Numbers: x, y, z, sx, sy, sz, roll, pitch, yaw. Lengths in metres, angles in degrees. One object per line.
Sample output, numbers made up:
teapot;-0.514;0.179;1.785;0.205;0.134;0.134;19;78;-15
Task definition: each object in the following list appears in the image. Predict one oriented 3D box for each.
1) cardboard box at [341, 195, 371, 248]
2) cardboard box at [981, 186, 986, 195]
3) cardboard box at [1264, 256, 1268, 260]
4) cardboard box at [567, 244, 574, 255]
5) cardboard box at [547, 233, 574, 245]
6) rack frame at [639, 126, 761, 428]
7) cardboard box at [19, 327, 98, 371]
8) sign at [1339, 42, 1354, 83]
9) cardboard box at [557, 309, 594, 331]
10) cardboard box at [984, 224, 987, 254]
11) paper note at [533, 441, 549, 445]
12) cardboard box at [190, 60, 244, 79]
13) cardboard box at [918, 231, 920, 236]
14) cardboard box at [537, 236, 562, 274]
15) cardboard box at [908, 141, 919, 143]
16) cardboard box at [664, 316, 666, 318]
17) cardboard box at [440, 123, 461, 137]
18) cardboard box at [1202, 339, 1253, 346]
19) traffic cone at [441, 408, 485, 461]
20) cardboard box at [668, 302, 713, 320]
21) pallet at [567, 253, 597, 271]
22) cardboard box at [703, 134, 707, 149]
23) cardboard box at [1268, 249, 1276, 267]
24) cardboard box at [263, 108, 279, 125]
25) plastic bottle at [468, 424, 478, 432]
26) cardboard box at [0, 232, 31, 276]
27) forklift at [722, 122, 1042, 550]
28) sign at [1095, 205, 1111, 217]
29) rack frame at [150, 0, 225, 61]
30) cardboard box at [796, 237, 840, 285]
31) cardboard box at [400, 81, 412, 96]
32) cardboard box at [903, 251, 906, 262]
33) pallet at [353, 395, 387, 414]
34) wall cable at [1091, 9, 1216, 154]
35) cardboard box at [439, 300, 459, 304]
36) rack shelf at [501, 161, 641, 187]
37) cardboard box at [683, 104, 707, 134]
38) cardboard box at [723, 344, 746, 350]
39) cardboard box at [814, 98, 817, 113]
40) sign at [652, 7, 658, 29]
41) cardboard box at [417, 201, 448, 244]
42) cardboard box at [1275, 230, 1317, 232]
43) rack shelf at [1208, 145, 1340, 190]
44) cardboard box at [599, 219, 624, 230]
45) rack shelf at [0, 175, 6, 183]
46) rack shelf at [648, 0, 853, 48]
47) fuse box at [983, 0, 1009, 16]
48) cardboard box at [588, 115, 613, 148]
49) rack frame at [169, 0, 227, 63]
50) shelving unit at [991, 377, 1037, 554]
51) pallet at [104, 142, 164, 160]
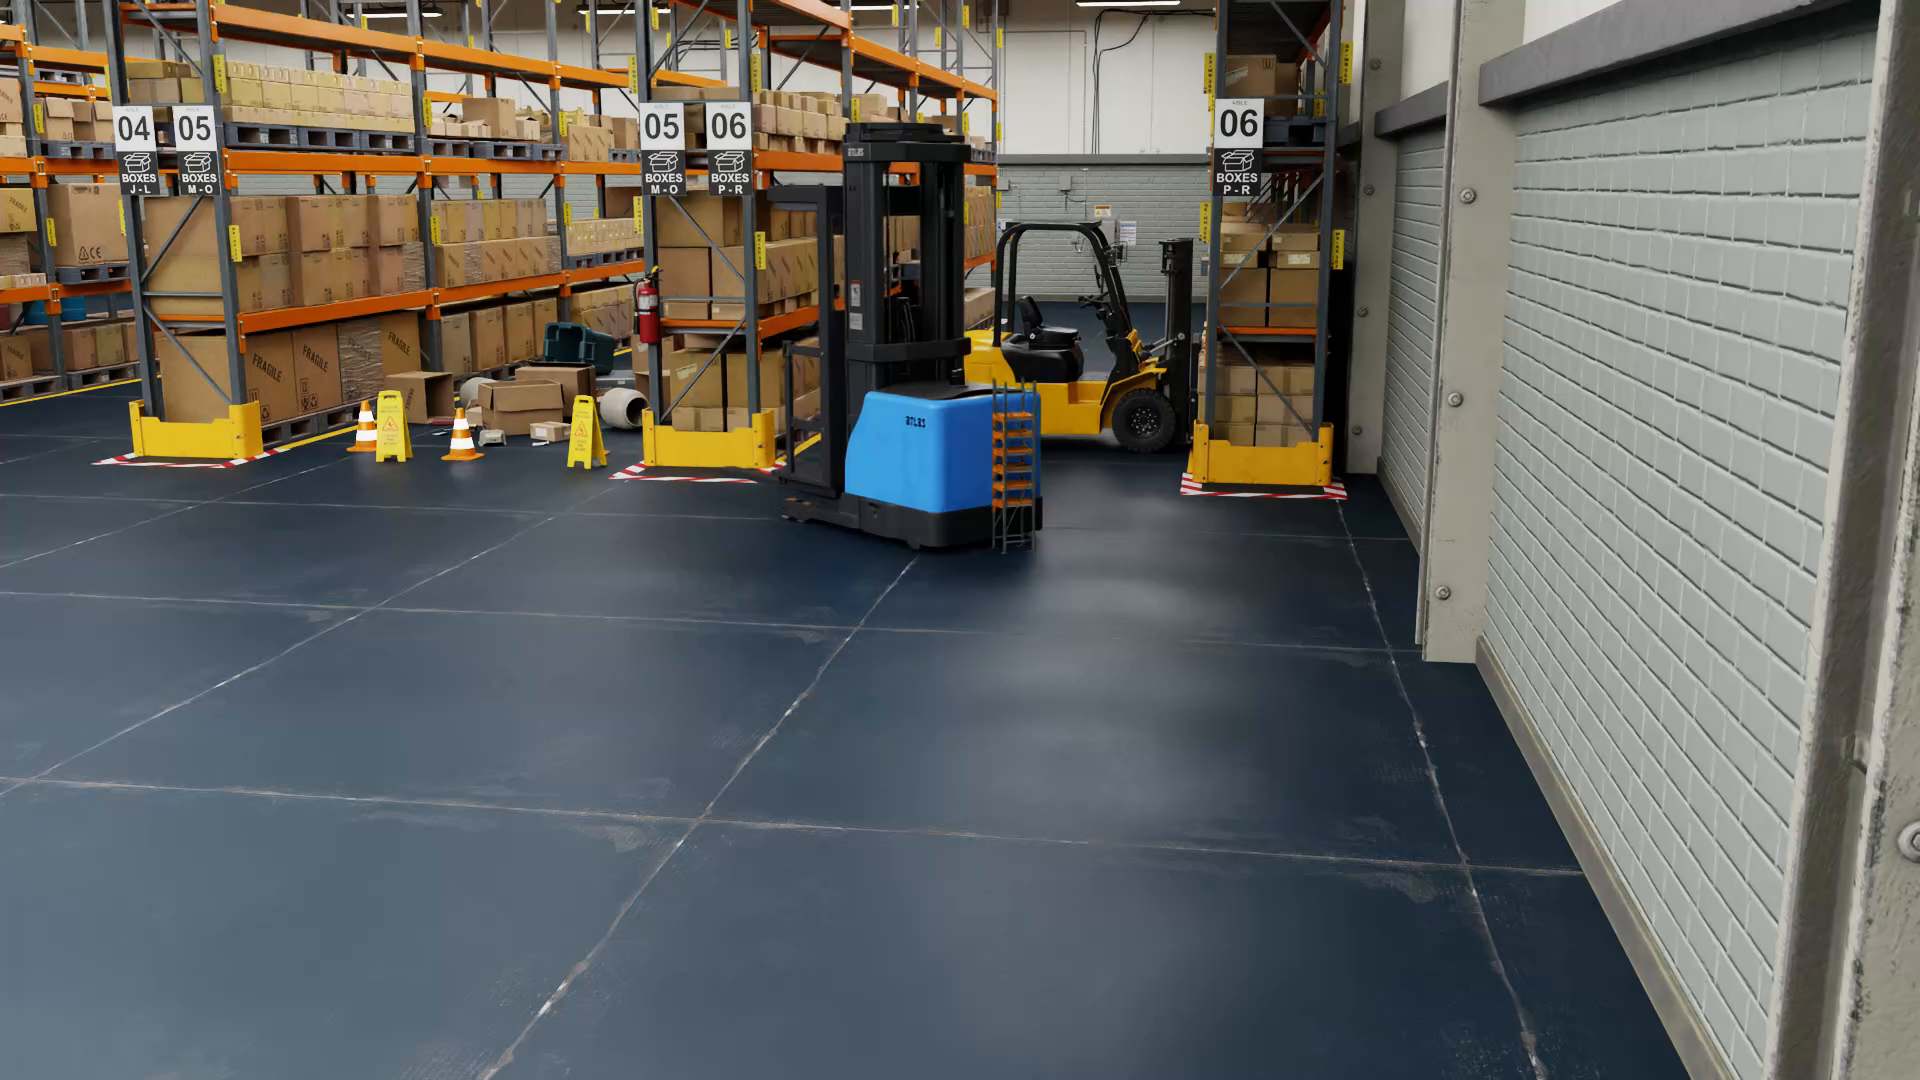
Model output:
cardboard box;-6.871;-3.415;17.801;0.875;0.550;0.550;2;12;9
cardboard box;0.252;-6.087;28.967;0.380;0.149;0.250;2;12;10
cardboard box;3.270;-2.553;16.483;0.500;0.500;0.500;2;12;7
cardboard box;-5.708;-4.118;23.579;0.380;0.149;0.250;2;12;8
cardboard box;-5.704;-4.270;23.582;0.380;0.149;0.250;2;12;11
rack frame;-2.300;-2.144;14.821;1.000;3.000;0.127;2;12;9
cardboard box;-11.361;-2.418;20.981;0.700;0.500;0.500;1;12;4
sign;3.153;-3.897;13.573;0.100;0.325;0.005;2;12;9
cardboard box;-5.615;-3.071;24.059;0.500;0.500;0.500;1;12;6
cardboard box;0.187;-5.203;28.779;0.500;0.500;0.500;2;12;10
paper note;-4.121;-0.954;16.346;0.148;0.019;0.142;-2;12;-11
cardboard box;-6.841;-4.330;15.314;0.380;0.149;0.250;2;12;9
cardboard box;-0.752;-4.442;22.872;0.500;0.500;0.500;1;12;7
cardboard box;-5.780;-3.895;22.709;0.500;0.500;0.500;2;12;9
cardboard box;-0.597;-5.801;24.227;0.380;0.166;0.250;3;13;13
cardboard box;-4.988;-3.658;27.618;0.380;0.149;0.250;1;12;6
cardboard box;-6.187;-4.921;19.951;0.250;0.149;0.380;2;12;9
cardboard box;2.682;-1.866;16.687;0.500;0.250;0.500;2;12;11
traffic cone;-4.657;-1.000;15.536;0.336;0.463;0.334;2;12;9
cardboard box;-2.454;-2.106;15.241;0.380;0.149;0.250;2;12;11
pallet;-5.972;-4.007;23.920;1.213;0.211;1.003;2;12;9
cardboard box;-2.515;-3.624;15.163;0.380;0.149;0.250;2;12;9
cardboard box;2.889;-2.465;14.536;0.380;0.149;0.250;2;12;9
cardboard box;-6.760;-4.047;15.894;0.380;0.149;0.250;2;12;9
plastic bottle;-5.085;-1.168;17.269;0.133;0.061;0.283;-2;12;-11
cardboard box;-11.607;-3.400;19.707;0.875;0.500;0.500;2;12;9
forklift;-0.739;-1.618;12.542;1.130;2.935;3.031;-10;16;-39
sign;3.035;-6.999;35.390;0.339;0.242;0.001;2;12;9
rack frame;-10.862;-7.063;23.406;1.000;3.000;0.127;2;12;9
cardboard box;-1.580;-2.963;17.678;0.500;0.500;0.500;2;12;11
cardboard box;-6.333;-5.017;18.502;0.380;0.149;0.250;2;12;8
cardboard box;-0.898;-3.652;21.417;0.380;0.149;0.250;1;12;6
pallet;-6.786;-1.597;18.902;1.003;0.211;1.213;2;12;9
wall cable;4.247;-9.496;34.606;2.988;3.039;0.133;2;12;9
cardboard box;-9.791;-4.637;30.436;0.875;0.875;0.875;2;12;9
rack shelf;-5.669;-5.479;24.887;1.077;0.370;4.000;2;12;9
cardboard box;-2.487;-3.797;15.024;0.500;0.250;0.500;2;12;8
cardboard box;-2.357;-1.655;16.305;0.500;0.500;0.500;2;12;11
cardboard box;-1.651;-4.364;16.709;0.380;0.149;0.250;2;12;9
sign;-4.812;-8.231;26.234;0.100;0.325;0.005;2;12;9
cardboard box;-6.521;-3.757;19.696;0.700;0.500;0.500;2;12;8
cardboard box;3.021;-2.718;15.002;0.380;0.149;0.250;2;12;9
rack shelf;2.913;-3.515;15.770;1.077;0.370;4.000;2;12;9
cardboard box;-5.393;-4.849;25.562;0.380;0.149;0.250;1;12;7
rack shelf;-19.727;-6.816;31.087;1.077;0.370;4.000;2;12;9
rack shelf;-1.992;-5.140;16.197;1.077;0.370;4.000;2;12;9
fuse box;0.751;-11.148;34.769;0.513;0.334;0.176;2;12;9
cardboard box;-5.728;-6.186;25.215;0.797;0.503;0.637;2;12;8
rack frame;-14.525;-8.889;31.878;1.000;3.000;0.127;2;12;9
shelving unit;0.374;-0.515;11.533;0.258;1.200;0.189;-5;13;-23
pallet;-11.120;-5.013;21.461;1.213;0.211;1.003;2;12;9
